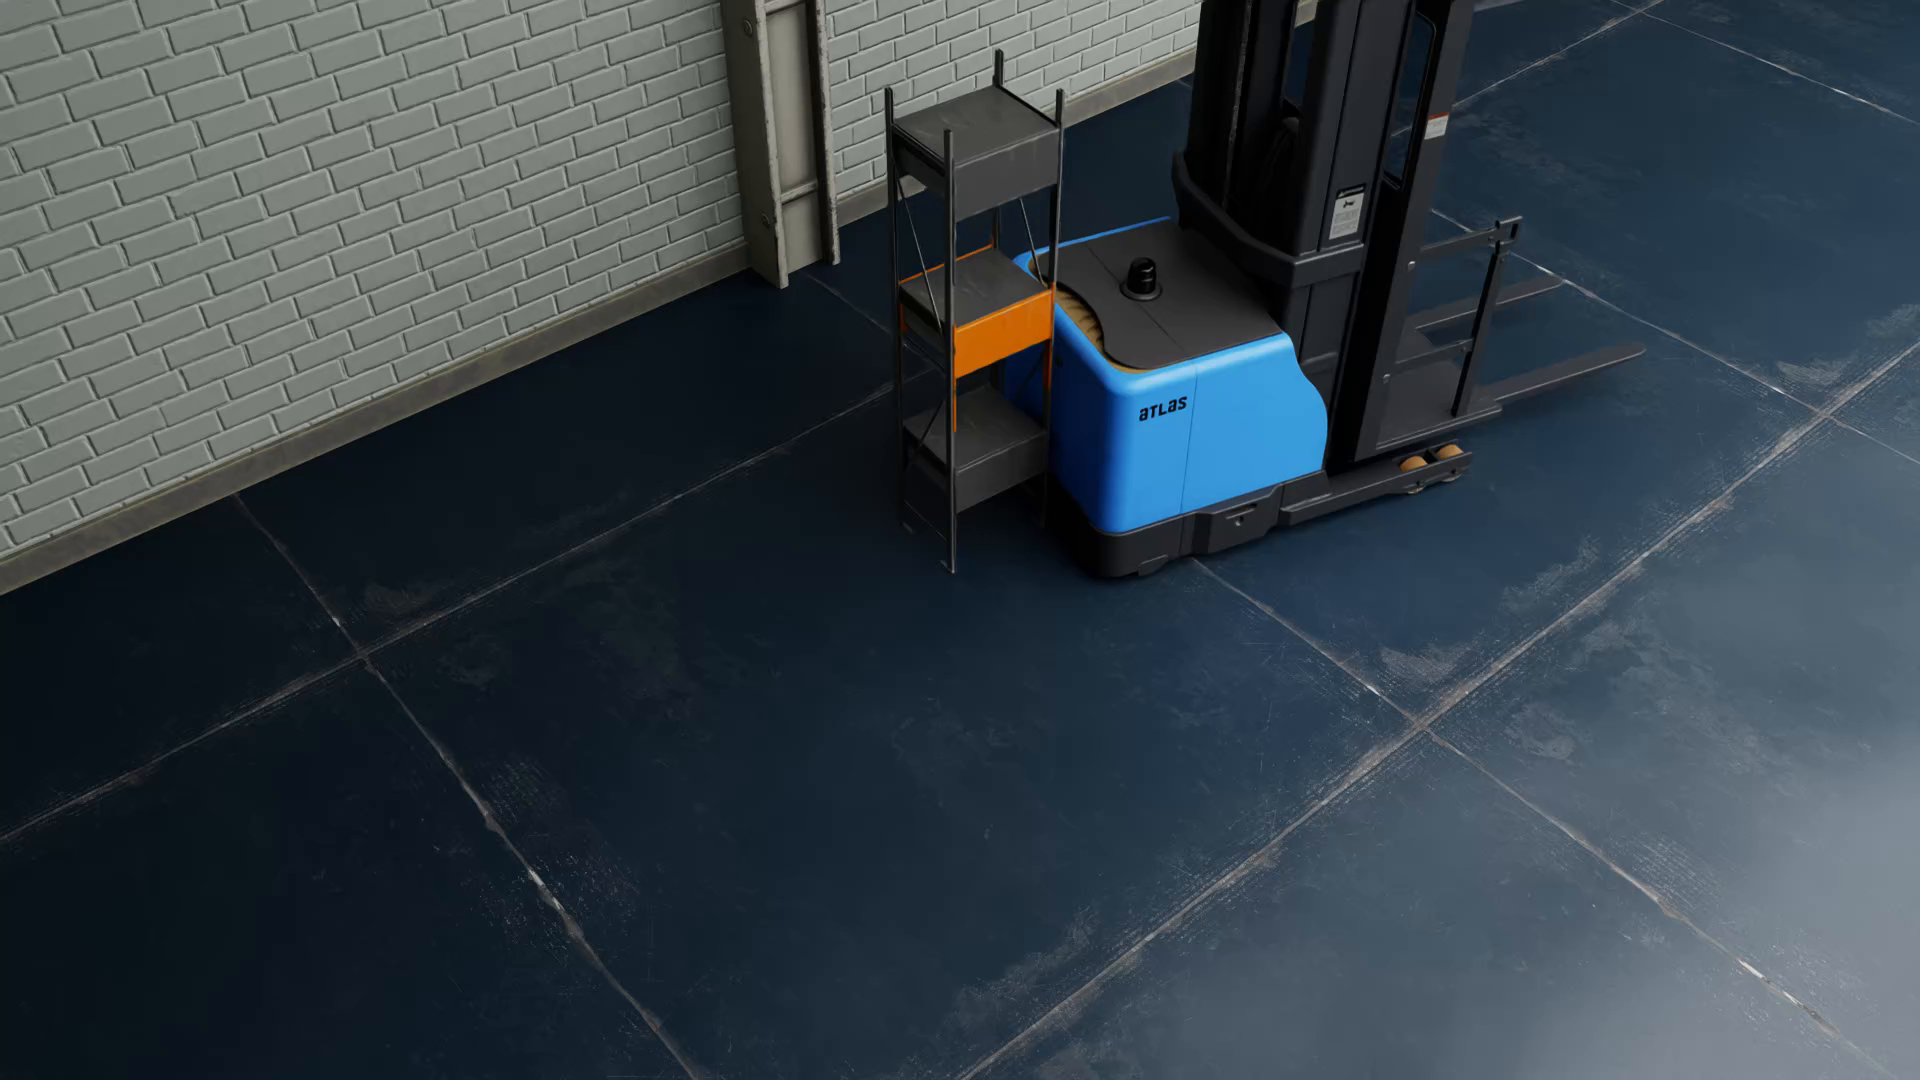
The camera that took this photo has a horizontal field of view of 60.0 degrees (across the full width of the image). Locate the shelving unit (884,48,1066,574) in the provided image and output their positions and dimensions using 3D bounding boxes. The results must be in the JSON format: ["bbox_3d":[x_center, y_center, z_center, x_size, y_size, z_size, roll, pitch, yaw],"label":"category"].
[{"bbox_3d":[0.052,-0.829,6.599,0.503,2.100,0.431,-26,49,-25],"label":"shelving unit"}]

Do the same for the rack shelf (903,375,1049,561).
[{"bbox_3d":[0.052,-0.309,7.088,0.480,0.518,0.431,-26,49,-25],"label":"rack shelf"}]

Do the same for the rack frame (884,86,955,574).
[{"bbox_3d":[-0.146,-0.732,6.496,0.015,2.100,0.400,-26,49,-25],"label":"rack frame"}]

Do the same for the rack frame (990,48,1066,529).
[{"bbox_3d":[0.251,-0.927,6.703,0.015,2.100,0.400,-26,49,-25],"label":"rack frame"}]

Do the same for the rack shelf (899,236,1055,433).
[{"bbox_3d":[0.052,-0.819,6.609,0.480,0.518,0.431,-26,49,-25],"label":"rack shelf"}]

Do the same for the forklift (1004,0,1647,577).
[{"bbox_3d":[1.746,-1.590,6.802,3.031,2.935,1.130,-17,46,-18],"label":"forklift"}]

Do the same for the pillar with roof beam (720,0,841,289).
[{"bbox_3d":[1.881,-2.490,3.328,0.400,9.000,9.100,-30,51,-28],"label":"pillar with roof beam"}]

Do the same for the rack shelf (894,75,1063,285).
[{"bbox_3d":[0.052,-1.330,6.129,0.480,0.518,0.431,-26,49,-25],"label":"rack shelf"}]
